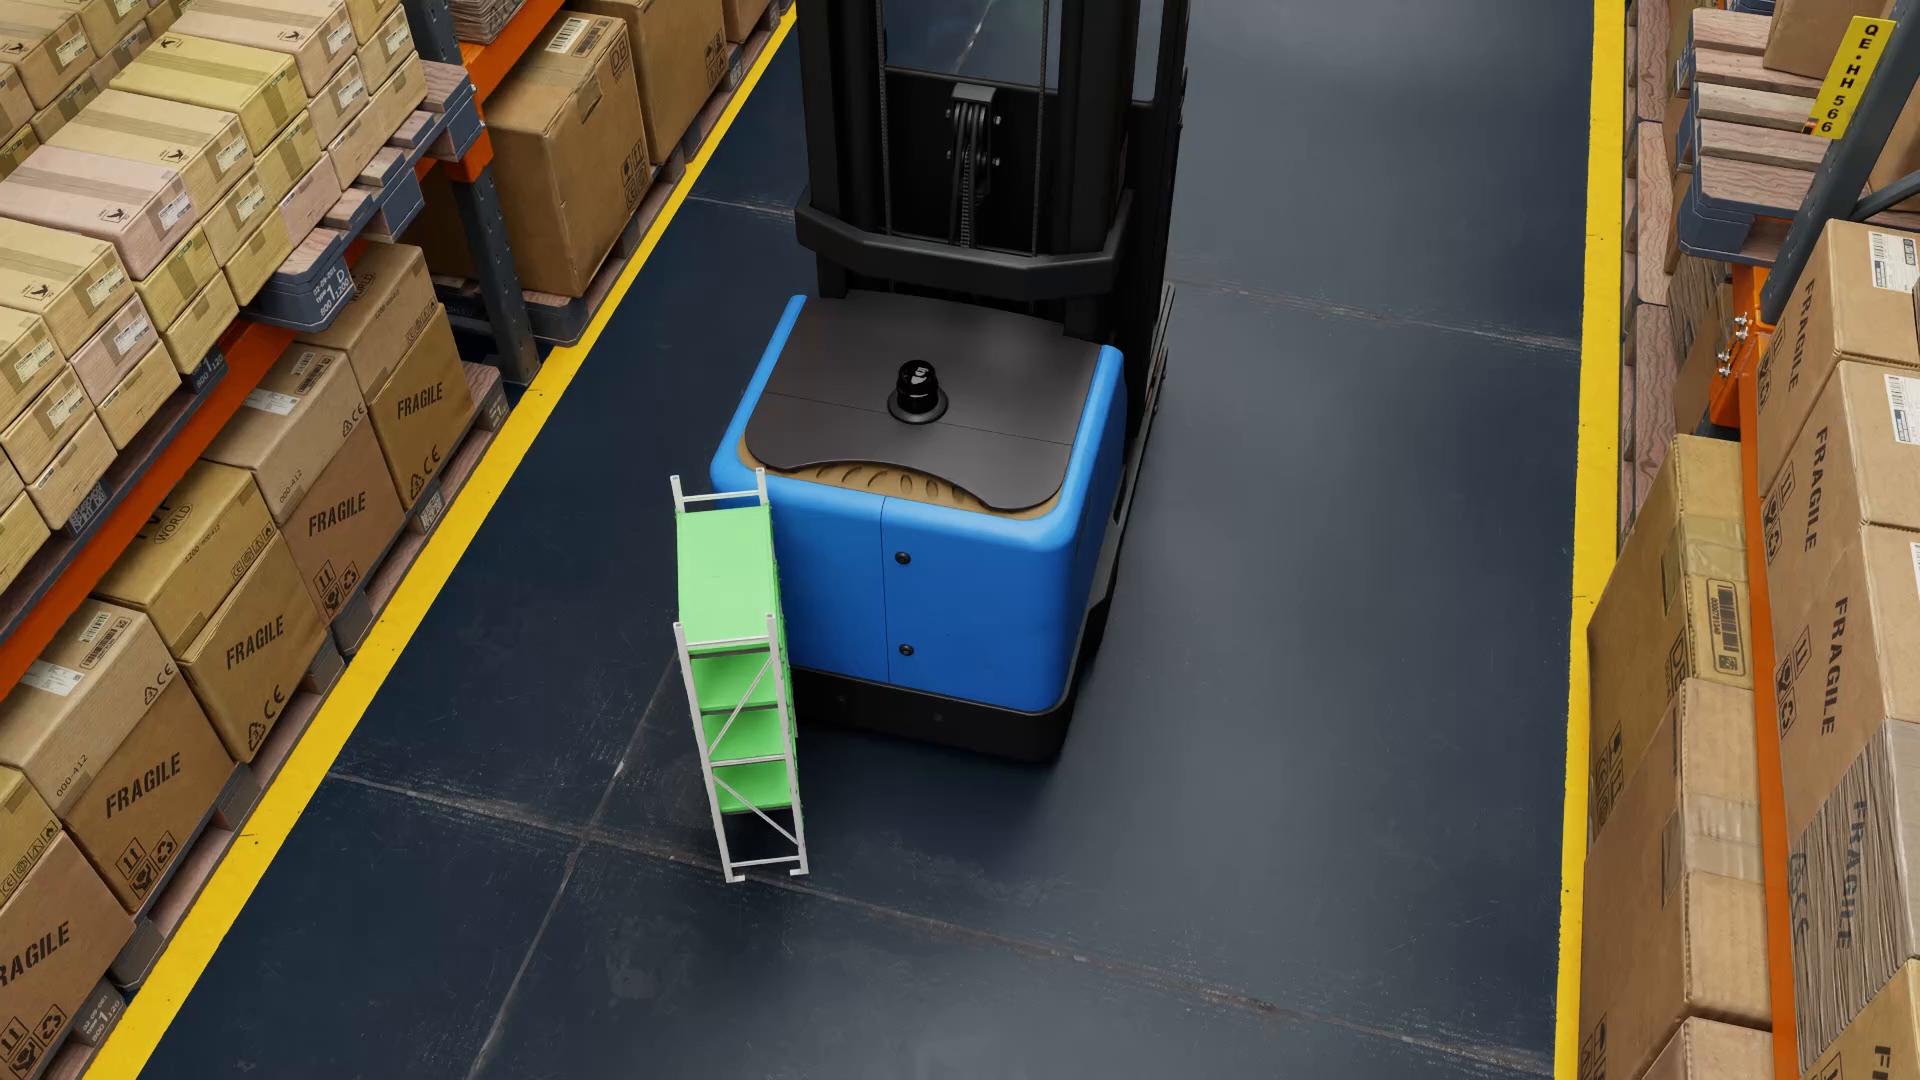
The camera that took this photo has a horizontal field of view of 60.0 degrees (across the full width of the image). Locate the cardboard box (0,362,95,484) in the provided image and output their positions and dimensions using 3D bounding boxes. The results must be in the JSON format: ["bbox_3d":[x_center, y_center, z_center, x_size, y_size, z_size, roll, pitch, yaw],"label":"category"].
[{"bbox_3d":[-2.185,-0.291,3.696,0.380,0.149,0.250,11,49,9],"label":"cardboard box"}]

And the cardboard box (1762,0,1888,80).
[{"bbox_3d":[2.823,-1.647,4.856,0.700,0.500,0.500,18,51,16],"label":"cardboard box"}]

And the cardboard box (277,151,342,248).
[{"bbox_3d":[-1.910,-0.948,4.473,0.380,0.149,0.250,12,50,11],"label":"cardboard box"}]

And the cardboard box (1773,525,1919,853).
[{"bbox_3d":[2.013,0.357,3.368,0.500,0.500,0.500,11,49,9],"label":"cardboard box"}]

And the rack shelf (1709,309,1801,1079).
[{"bbox_3d":[2.142,1.032,3.318,1.077,0.370,4.000,12,50,10],"label":"rack shelf"}]

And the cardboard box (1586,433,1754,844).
[{"bbox_3d":[2.467,0.406,4.528,1.225,0.875,0.875,9,49,8],"label":"cardboard box"}]

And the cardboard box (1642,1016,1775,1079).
[{"bbox_3d":[2.000,1.691,3.394,1.225,0.875,0.875,10,49,9],"label":"cardboard box"}]

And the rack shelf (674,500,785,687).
[{"bbox_3d":[-0.596,0.132,4.278,0.258,0.148,0.480,-6,49,-5],"label":"rack shelf"}]

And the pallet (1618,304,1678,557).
[{"bbox_3d":[2.876,-0.295,5.870,1.003,0.211,1.213,12,50,10],"label":"pallet"}]

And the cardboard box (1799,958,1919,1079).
[{"bbox_3d":[1.743,1.079,2.730,0.500,0.500,0.500,11,49,10],"label":"cardboard box"}]

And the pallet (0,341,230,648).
[{"bbox_3d":[-2.571,-0.201,4.055,1.003,0.211,1.213,12,50,10],"label":"pallet"}]

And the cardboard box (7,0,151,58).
[{"bbox_3d":[-2.466,-1.466,4.534,0.380,0.149,0.250,10,49,9],"label":"cardboard box"}]

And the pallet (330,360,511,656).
[{"bbox_3d":[-2.297,-0.217,5.801,1.003,0.211,1.213,12,50,10],"label":"pallet"}]

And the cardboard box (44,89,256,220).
[{"bbox_3d":[-1.980,-0.948,4.077,0.380,0.149,0.250,13,50,11],"label":"cardboard box"}]

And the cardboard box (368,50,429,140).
[{"bbox_3d":[-1.776,-1.313,4.796,0.380,0.149,0.250,12,50,11],"label":"cardboard box"}]

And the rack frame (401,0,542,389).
[{"bbox_3d":[-2.090,-1.705,5.254,1.000,3.000,0.127,12,50,10],"label":"rack frame"}]

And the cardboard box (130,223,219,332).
[{"bbox_3d":[-2.050,-0.667,4.027,0.380,0.149,0.250,11,50,10],"label":"cardboard box"}]

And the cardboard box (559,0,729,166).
[{"bbox_3d":[-1.616,-2.155,6.872,1.050,0.750,0.750,12,50,11],"label":"cardboard box"}]

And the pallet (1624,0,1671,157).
[{"bbox_3d":[3.518,-2.060,7.427,1.003,0.211,1.213,12,50,10],"label":"pallet"}]

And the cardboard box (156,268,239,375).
[{"bbox_3d":[-2.049,-0.573,4.143,0.380,0.149,0.250,10,49,8],"label":"cardboard box"}]

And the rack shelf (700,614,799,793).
[{"bbox_3d":[-0.596,0.450,4.638,0.258,0.148,0.480,-6,49,-5],"label":"rack shelf"}]

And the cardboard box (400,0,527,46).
[{"bbox_3d":[-1.711,-2.009,5.456,0.500,0.500,0.500,12,50,10],"label":"cardboard box"}]

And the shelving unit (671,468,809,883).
[{"bbox_3d":[-0.596,0.408,4.590,0.258,1.200,0.503,-6,49,-5],"label":"shelving unit"}]

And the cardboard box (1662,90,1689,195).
[{"bbox_3d":[3.249,-1.679,6.605,0.700,0.500,0.500,8,49,7],"label":"cardboard box"}]

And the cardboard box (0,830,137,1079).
[{"bbox_3d":[-2.555,1.012,4.244,0.500,0.500,0.500,14,50,12],"label":"cardboard box"}]

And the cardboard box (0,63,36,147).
[{"bbox_3d":[-2.605,-1.098,4.209,0.380,0.149,0.250,10,49,8],"label":"cardboard box"}]

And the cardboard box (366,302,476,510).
[{"bbox_3d":[-2.011,-0.489,5.568,0.500,0.500,0.500,11,50,10],"label":"cardboard box"}]

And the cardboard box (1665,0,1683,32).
[{"bbox_3d":[3.539,-2.425,7.263,0.700,0.500,0.500,8,49,7],"label":"cardboard box"}]

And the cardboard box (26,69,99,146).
[{"bbox_3d":[-2.547,-1.159,4.461,0.380,0.149,0.250,10,49,9],"label":"cardboard box"}]

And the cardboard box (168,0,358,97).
[{"bbox_3d":[-1.845,-1.331,4.415,0.380,0.149,0.250,11,49,10],"label":"cardboard box"}]

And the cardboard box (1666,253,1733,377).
[{"bbox_3d":[2.960,-0.863,5.885,0.700,0.500,0.500,8,49,7],"label":"cardboard box"}]

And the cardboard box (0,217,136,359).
[{"bbox_3d":[-2.119,-0.577,3.750,0.380,0.149,0.250,14,50,12],"label":"cardboard box"}]

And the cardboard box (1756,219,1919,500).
[{"bbox_3d":[2.278,-0.388,4.025,0.500,0.500,0.500,13,50,11],"label":"cardboard box"}]

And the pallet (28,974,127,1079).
[{"bbox_3d":[-2.939,1.548,4.243,1.003,0.211,1.213,12,50,10],"label":"pallet"}]

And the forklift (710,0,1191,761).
[{"bbox_3d":[0.152,-1.428,5.056,1.130,2.935,3.031,11,49,9],"label":"forklift"}]

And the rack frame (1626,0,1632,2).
[{"bbox_3d":[3.722,-3.546,6.879,1.000,3.000,0.127,12,50,10],"label":"rack frame"}]

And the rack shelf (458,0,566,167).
[{"bbox_3d":[-1.563,-2.913,6.800,1.077,0.370,4.000,12,50,10],"label":"rack shelf"}]

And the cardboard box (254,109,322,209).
[{"bbox_3d":[-1.916,-1.027,4.345,0.380,0.149,0.250,13,50,11],"label":"cardboard box"}]

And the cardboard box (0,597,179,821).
[{"bbox_3d":[-2.417,0.393,4.290,0.500,0.250,0.500,13,50,11],"label":"cardboard box"}]

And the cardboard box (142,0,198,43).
[{"bbox_3d":[-2.411,-1.549,4.806,0.380,0.149,0.250,14,50,12],"label":"cardboard box"}]

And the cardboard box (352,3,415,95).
[{"bbox_3d":[-1.780,-1.412,4.684,0.380,0.149,0.250,12,50,11],"label":"cardboard box"}]

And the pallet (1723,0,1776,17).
[{"bbox_3d":[3.150,-2.029,5.668,1.003,0.211,1.213,12,50,10],"label":"pallet"}]

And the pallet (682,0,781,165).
[{"bbox_3d":[-1.486,-2.217,7.566,1.003,0.211,1.213,12,50,10],"label":"pallet"}]

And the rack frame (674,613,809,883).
[{"bbox_3d":[-0.564,0.589,4.430,0.240,1.200,0.015,-6,49,-5],"label":"rack frame"}]

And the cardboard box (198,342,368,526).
[{"bbox_3d":[-2.139,-0.351,4.946,0.500,0.250,0.500,12,50,11],"label":"cardboard box"}]

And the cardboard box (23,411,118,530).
[{"bbox_3d":[-2.187,-0.188,3.803,0.380,0.149,0.250,10,49,8],"label":"cardboard box"}]

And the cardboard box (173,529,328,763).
[{"bbox_3d":[-2.274,0.272,4.897,0.500,0.500,0.500,10,49,8],"label":"cardboard box"}]
